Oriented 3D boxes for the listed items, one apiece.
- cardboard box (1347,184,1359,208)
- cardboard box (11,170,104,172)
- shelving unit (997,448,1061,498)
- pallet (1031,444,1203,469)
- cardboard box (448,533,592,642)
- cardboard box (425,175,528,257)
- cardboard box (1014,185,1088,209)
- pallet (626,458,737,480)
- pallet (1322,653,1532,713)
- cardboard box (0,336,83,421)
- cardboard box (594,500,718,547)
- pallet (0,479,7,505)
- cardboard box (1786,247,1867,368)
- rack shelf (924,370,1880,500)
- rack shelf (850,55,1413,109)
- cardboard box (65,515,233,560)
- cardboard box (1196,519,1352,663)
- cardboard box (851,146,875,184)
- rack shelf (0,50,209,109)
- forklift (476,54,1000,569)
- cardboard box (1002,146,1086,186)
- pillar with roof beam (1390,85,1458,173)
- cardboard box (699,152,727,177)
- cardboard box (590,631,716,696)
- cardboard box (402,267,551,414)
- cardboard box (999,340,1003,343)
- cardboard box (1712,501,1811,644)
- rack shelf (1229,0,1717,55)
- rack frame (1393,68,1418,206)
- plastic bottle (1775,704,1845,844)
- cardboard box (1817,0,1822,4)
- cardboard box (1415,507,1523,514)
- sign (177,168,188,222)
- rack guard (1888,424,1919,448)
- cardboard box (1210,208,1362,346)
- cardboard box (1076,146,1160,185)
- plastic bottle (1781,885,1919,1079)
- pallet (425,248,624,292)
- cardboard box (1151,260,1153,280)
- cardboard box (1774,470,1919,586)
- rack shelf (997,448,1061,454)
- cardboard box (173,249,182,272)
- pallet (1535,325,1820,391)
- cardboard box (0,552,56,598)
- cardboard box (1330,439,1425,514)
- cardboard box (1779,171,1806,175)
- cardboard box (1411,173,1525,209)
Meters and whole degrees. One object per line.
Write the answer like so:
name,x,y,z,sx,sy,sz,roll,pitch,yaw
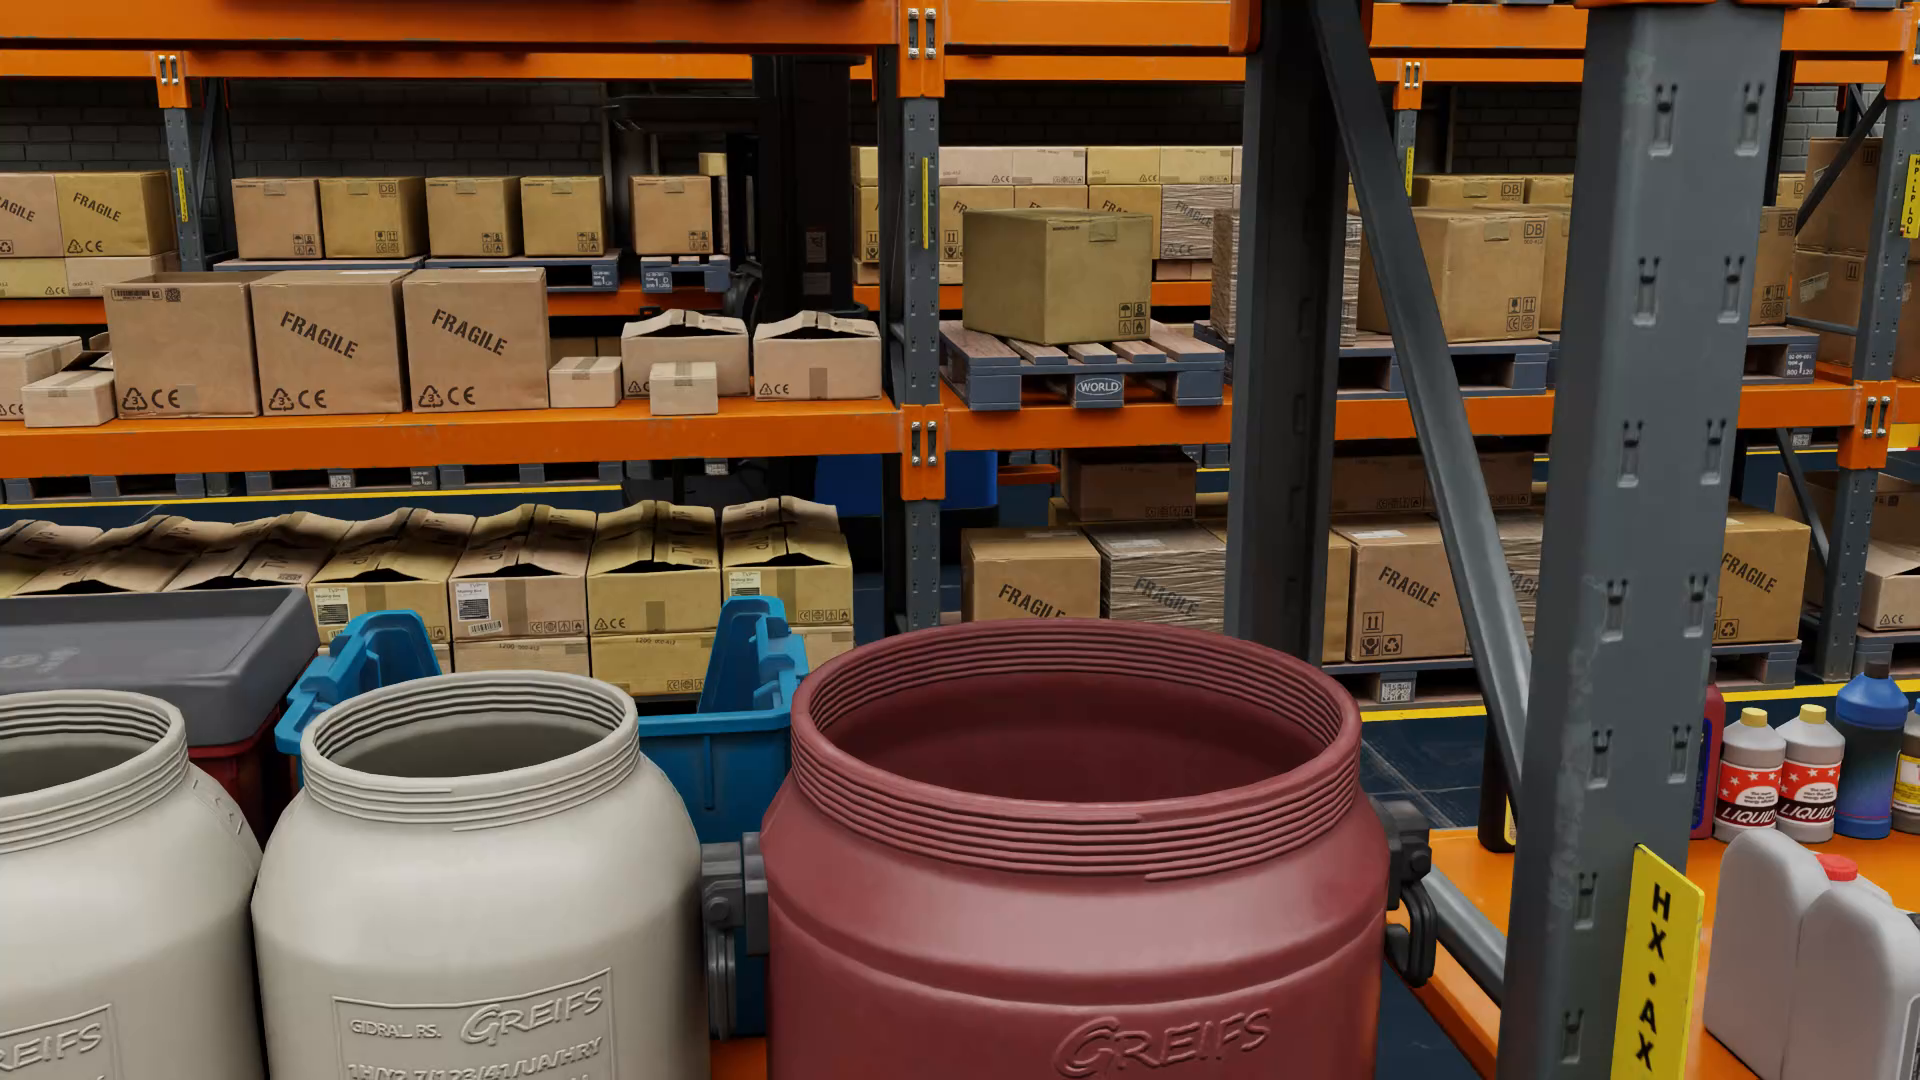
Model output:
cardboard box,2.581,-2.267,11.737,0.500,0.500,0.500,-2,14,-9
cardboard box,-5.918,-2.168,10.926,0.500,0.500,0.500,-2,14,-9
shelving unit,0.348,-0.608,9.679,0.503,1.200,0.258,-4,15,-15
pallet,1.040,-0.698,12.072,1.213,0.211,1.003,-2,14,-8
cardboard box,-1.707,0.169,6.519,0.500,0.311,0.500,-2,14,-9
cardboard box,-3.202,-2.174,11.114,0.500,0.500,0.700,0,14,-1
cardboard box,0.574,-2.190,11.429,0.500,0.500,0.500,-2,14,-9
pallet,-1.728,-0.616,11.746,1.213,0.211,1.003,-2,14,-8
pallet,1.734,0.486,7.351,1.213,0.211,1.003,-2,14,-8
cardboard box,-3.688,-0.616,6.320,0.500,0.250,0.500,-1,14,-5
cardboard box,-1.293,0.022,7.104,0.500,0.311,0.500,-2,14,-10
pallet,-6.778,-0.422,10.969,1.213,0.211,1.003,-2,14,-8
cardboard box,4.198,-1.079,7.651,0.500,0.500,0.500,-2,14,-7
rack shelf,1.764,-0.529,7.144,4.000,0.370,1.077,-2,14,-8
rack shelf,1.023,-3.175,11.530,4.000,0.370,1.077,-2,14,-8
cardboard box,-3.297,0.093,6.819,0.500,0.311,0.500,-2,14,-7
cardboard box,1.293,0.209,6.958,0.500,0.500,0.500,-2,14,-9
cardboard box,-0.545,-2.642,11.690,0.500,0.250,0.500,-2,14,-7
rack shelf,-6.888,-2.885,10.374,4.000,0.370,1.077,-2,14,-8
forklift,-1.355,-1.325,8.979,3.031,2.935,1.130,-4,15,-16
cardboard box,0.558,-2.556,11.349,0.500,0.250,0.500,-2,14,-8
pillar with roof beam,4.205,-4.250,8.168,0.400,9.000,9.100,-2,14,-8
cardboard box,-1.608,-2.538,11.234,0.250,0.149,0.380,-5,15,-18
cardboard box,-1.206,0.422,6.663,0.500,0.250,0.500,-2,14,-9
cardboard box,-1.870,-0.789,6.497,0.500,0.500,0.500,-3,14,-11
cardboard box,0.659,-1.183,11.829,0.750,0.750,0.750,-2,14,-9
cardboard box,3.297,0.135,7.250,0.500,0.500,0.500,-2,14,-9
rack shelf,-1.457,-0.647,1.449,4.000,0.370,1.077,-2,14,-8
rack frame,3.000,-2.142,12.096,0.127,3.000,1.000,-2,14,-8
plastic bottle,1.299,0.354,2.554,0.097,0.201,0.097,0,14,0
cardboard box,5.757,-3.812,11.827,0.500,0.250,0.500,-3,14,-10
cardboard box,2.206,0.046,7.607,0.500,0.500,0.500,-2,14,-8
sign,-4.822,-2.142,10.315,0.005,0.325,0.100,-2,14,-8
rack guard,6.980,-1.075,12.981,0.348,0.500,1.175,-2,14,-8
cardboard box,1.325,-1.095,6.852,0.500,0.500,0.700,1,14,2
cardboard box,1.061,-2.576,11.428,0.500,0.250,0.500,-2,14,-9
plastic bottle,0.997,0.508,1.783,0.135,0.276,0.152,-2,14,-8
pallet,-2.906,-1.822,11.216,1.213,0.211,1.003,-2,14,-8
cardboard box,1.181,-1.907,11.635,0.250,0.149,0.380,-2,14,-7
cardboard box,4.263,-0.040,7.950,0.500,0.500,0.500,-2,14,-8
rack shelf,0.348,-0.543,9.696,0.480,0.148,0.258,-4,15,-15
cardboard box,-5.407,-1.823,11.093,0.500,0.250,0.500,-2,14,-8
pallet,2.936,-0.855,7.358,1.213,0.211,1.003,-2,14,-8
cardboard box,-3.723,0.242,6.225,0.500,0.311,0.500,-2,14,-8
cardboard box,1.743,-0.302,7.451,0.500,0.250,0.500,-2,14,-9
cardboard box,6.453,-2.411,12.554,0.700,0.700,0.980,-1,14,-6
cardboard box,3.539,-2.303,12.122,0.700,0.700,0.980,-2,14,-7
